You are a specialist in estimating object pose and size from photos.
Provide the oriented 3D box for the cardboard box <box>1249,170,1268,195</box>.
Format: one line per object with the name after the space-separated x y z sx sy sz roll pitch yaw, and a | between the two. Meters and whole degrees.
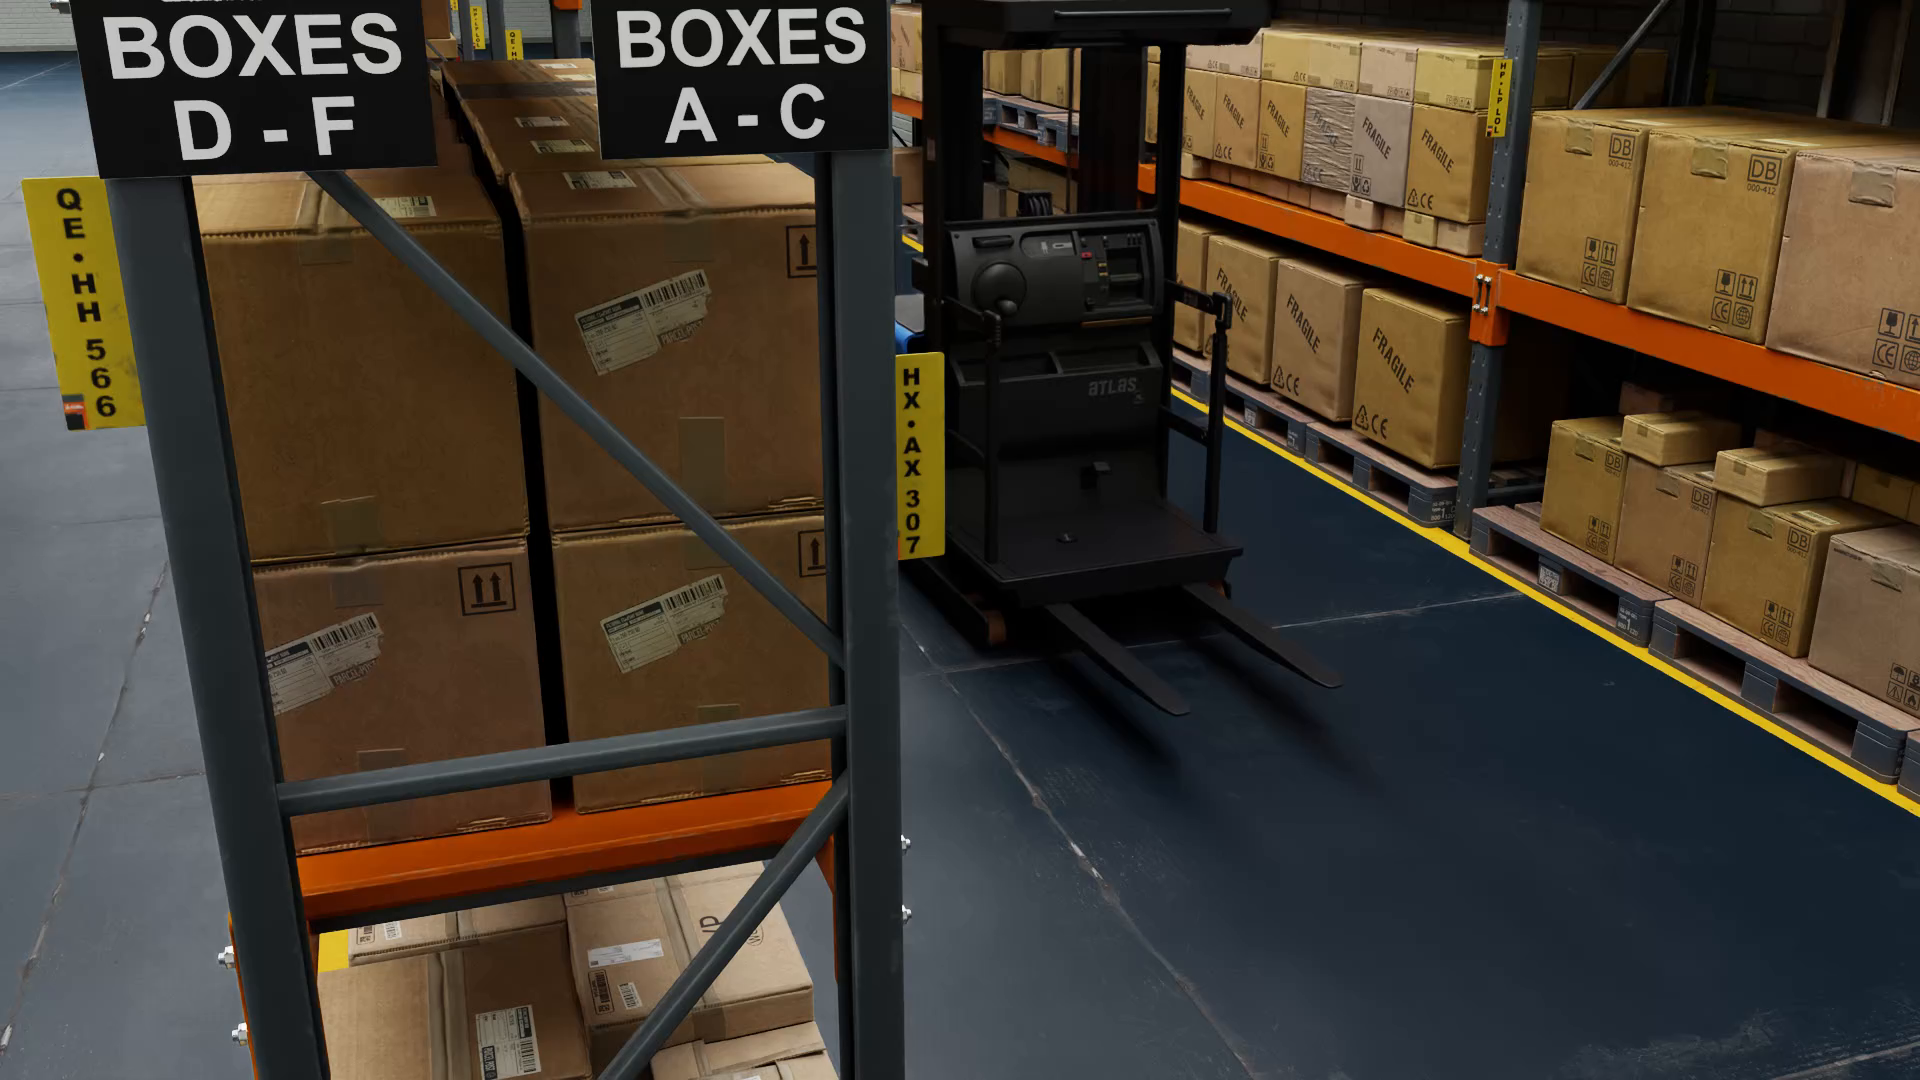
1.915 -2.106 9.684 0.380 0.149 0.250 -6 21 -16 | cardboard box

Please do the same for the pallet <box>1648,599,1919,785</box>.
3.409 0.486 6.252 1.003 0.211 1.213 -6 21 -17 | pallet

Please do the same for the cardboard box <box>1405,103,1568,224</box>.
2.473 -1.789 7.842 0.500 0.500 0.500 -7 21 -18 | cardboard box

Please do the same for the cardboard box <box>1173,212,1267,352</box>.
1.707 -1.691 10.745 0.750 0.750 0.750 -7 21 -18 | cardboard box

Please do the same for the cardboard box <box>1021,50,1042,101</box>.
0.876 -3.737 13.086 0.700 0.500 0.500 -4 20 -10 | cardboard box

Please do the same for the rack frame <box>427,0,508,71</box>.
-3.101 -2.227 9.680 1.000 3.000 0.127 -6 21 -17 | rack frame

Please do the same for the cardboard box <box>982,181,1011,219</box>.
0.590 -2.835 14.418 0.700 0.500 0.500 -6 21 -15 | cardboard box

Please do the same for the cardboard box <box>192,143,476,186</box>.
-1.147 -0.453 3.114 0.500 0.500 0.500 -6 21 -16 | cardboard box

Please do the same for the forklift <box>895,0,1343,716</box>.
0.486 -1.097 6.633 1.130 2.935 3.031 -8 21 -20 | forklift

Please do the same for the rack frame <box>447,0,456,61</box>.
-5.616 -4.794 16.827 1.000 3.000 0.127 -6 21 -17 | rack frame

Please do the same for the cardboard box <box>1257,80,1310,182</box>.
1.992 -2.273 9.191 0.500 0.500 0.500 -6 21 -16 | cardboard box

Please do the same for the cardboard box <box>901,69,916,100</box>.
-0.242 -4.258 15.525 0.500 0.250 0.500 -6 21 -17 | cardboard box

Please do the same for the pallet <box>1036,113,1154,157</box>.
1.275 -2.882 11.786 1.213 0.211 1.003 -6 21 -17 | pallet

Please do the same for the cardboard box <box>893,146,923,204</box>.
-0.420 -3.697 16.820 0.700 0.500 0.500 -8 21 -21 | cardboard box

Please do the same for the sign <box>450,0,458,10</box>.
-5.096 -5.504 16.740 0.100 0.325 0.005 -6 21 -17 | sign

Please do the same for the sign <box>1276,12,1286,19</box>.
2.126 -3.360 11.120 0.100 0.325 0.005 -6 21 -17 | sign

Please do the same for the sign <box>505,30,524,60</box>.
-2.589 -2.796 9.666 0.100 0.325 0.005 -6 21 -17 | sign

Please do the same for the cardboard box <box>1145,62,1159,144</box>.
1.510 -2.768 10.568 0.500 0.500 0.500 -6 21 -16 | cardboard box

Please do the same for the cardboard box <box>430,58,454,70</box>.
-4.504 -3.700 13.631 0.700 0.500 0.500 -7 21 -19 | cardboard box

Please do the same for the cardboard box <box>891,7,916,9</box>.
-0.747 -5.102 16.768 0.500 0.500 0.500 -7 21 -19 | cardboard box

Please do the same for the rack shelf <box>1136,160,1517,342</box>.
2.229 -1.774 9.483 1.077 0.370 4.000 -6 21 -17 | rack shelf

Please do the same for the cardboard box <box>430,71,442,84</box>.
-2.796 -2.282 9.063 0.700 0.500 0.500 -15 24 -35 | cardboard box

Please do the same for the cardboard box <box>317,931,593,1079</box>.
-0.991 1.161 3.293 0.500 0.500 0.500 -6 21 -17 | cardboard box

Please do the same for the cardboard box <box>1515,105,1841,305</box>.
3.012 -1.436 7.035 0.980 0.700 0.700 -6 21 -16 | cardboard box

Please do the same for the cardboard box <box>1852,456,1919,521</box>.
3.550 -0.197 6.145 0.380 0.149 0.250 -7 21 -18 | cardboard box

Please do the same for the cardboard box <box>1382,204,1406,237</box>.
2.342 -1.607 8.295 0.380 0.149 0.250 -6 21 -16 | cardboard box

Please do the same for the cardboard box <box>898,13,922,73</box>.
-0.261 -4.608 15.393 0.500 0.500 0.500 -7 21 -18 | cardboard box

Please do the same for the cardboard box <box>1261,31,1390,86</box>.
1.995 -2.635 9.090 0.500 0.250 0.500 -7 21 -18 | cardboard box

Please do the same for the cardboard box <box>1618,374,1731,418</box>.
3.138 -0.614 7.306 0.380 0.149 0.250 -7 21 -18 | cardboard box

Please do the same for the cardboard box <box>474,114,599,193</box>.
-0.800 -0.676 3.734 0.500 0.500 0.500 -6 21 -16 | cardboard box

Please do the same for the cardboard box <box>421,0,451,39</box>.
-4.504 -4.310 13.412 0.700 0.500 0.500 -6 21 -17 | cardboard box

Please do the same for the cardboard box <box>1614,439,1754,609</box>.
3.150 -0.080 6.778 0.700 0.500 0.500 -7 21 -18 | cardboard box

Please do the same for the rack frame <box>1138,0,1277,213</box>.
1.600 -2.755 11.148 1.000 3.000 0.127 -6 21 -17 | rack frame

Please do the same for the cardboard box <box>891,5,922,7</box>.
-0.415 -5.322 17.380 0.500 0.500 0.500 -6 21 -16 | cardboard box

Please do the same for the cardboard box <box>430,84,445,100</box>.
-1.639 -0.950 4.496 0.500 0.500 0.500 -7 21 -19 | cardboard box

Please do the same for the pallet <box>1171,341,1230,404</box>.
1.776 -1.181 10.893 1.003 0.211 1.213 -6 21 -17 | pallet

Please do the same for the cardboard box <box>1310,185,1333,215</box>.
2.125 -1.853 8.980 0.380 0.149 0.250 -7 21 -19 | cardboard box

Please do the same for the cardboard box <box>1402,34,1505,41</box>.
2.627 -2.523 8.777 0.500 0.250 0.500 -7 21 -19 | cardboard box

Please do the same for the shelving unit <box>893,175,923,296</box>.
-0.380 -1.057 8.641 0.538 1.500 1.048 -7 21 -19 | shelving unit

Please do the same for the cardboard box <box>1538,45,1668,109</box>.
2.960 -2.196 7.865 0.500 0.250 0.500 -6 21 -16 | cardboard box

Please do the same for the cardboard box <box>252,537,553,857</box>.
-0.986 0.178 2.835 0.500 0.500 0.500 -6 21 -16 | cardboard box

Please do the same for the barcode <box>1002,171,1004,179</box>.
0.401 -3.418 15.570 0.001 0.075 0.075 -6 21 -17 | barcode

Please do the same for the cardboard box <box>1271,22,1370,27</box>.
2.148 -3.020 10.159 0.500 0.250 0.500 -7 21 -19 | cardboard box

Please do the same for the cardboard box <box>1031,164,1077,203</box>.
0.899 -2.880 13.435 0.500 0.250 0.500 -7 21 -19 | cardboard box

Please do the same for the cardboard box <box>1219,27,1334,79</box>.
1.829 -2.799 9.544 0.500 0.250 0.500 -6 21 -17 | cardboard box

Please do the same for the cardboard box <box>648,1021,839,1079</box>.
-0.471 1.215 3.636 0.380 0.166 0.250 -6 21 -17 | cardboard box

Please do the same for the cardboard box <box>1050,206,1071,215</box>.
1.090 -2.345 13.055 0.700 0.500 0.500 -7 21 -17 | cardboard box

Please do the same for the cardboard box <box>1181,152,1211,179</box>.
1.558 -2.340 10.335 0.380 0.149 0.250 -6 21 -16 | cardboard box

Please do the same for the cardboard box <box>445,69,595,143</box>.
-1.276 -1.162 5.088 0.500 0.500 0.500 -7 21 -18 | cardboard box

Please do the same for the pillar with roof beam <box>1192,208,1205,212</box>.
-2.074 -5.630 10.278 9.100 9.000 0.400 -6 21 -17 | pillar with roof beam

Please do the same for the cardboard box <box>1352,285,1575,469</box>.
2.530 -0.852 8.409 0.750 0.750 0.750 -6 21 -17 | cardboard box
